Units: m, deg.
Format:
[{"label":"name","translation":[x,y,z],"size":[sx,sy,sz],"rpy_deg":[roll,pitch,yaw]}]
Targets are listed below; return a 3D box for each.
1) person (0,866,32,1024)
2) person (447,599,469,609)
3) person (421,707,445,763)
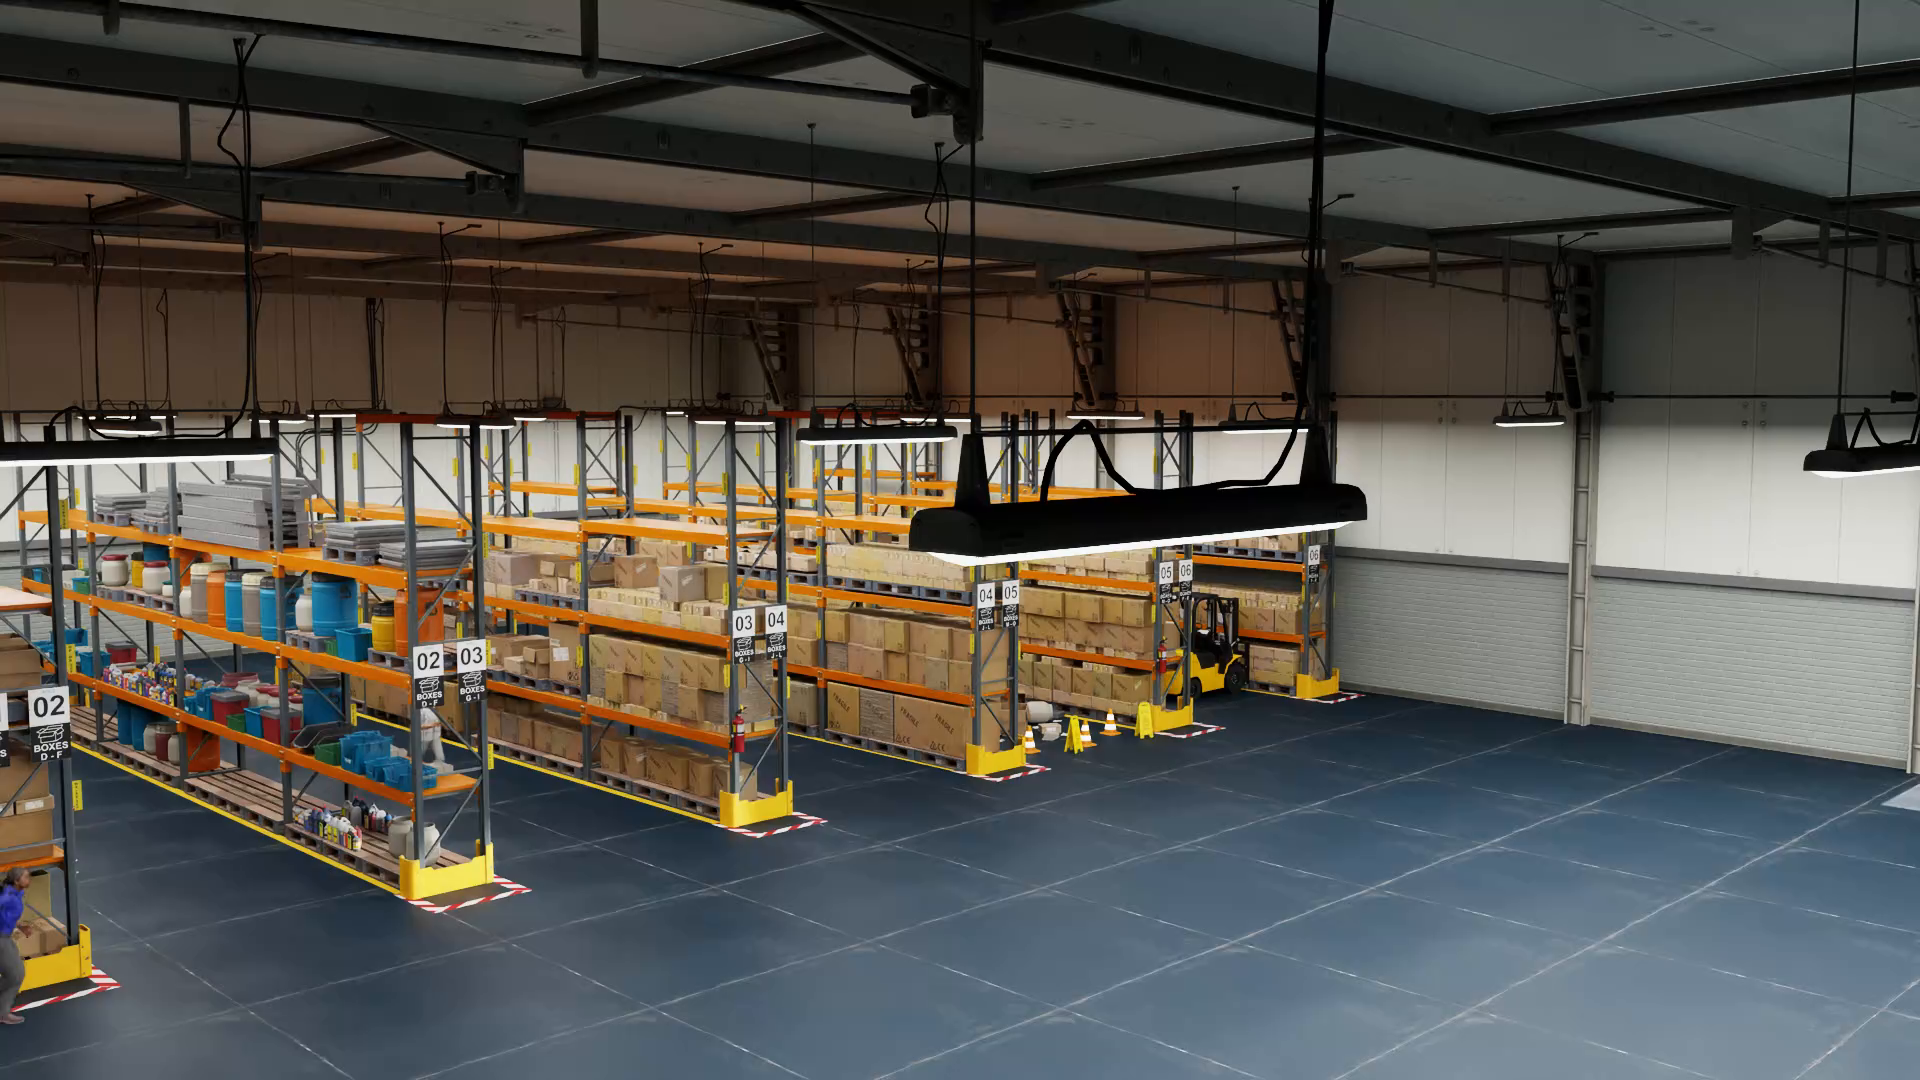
[{"label":"person","translation":[-9.723,4.095,16.776],"size":[0.686,1.593,0.565],"rpy_deg":[-2,5,-24]},{"label":"person","translation":[-12.012,2.036,39.822],"size":[0.680,1.712,0.792],"rpy_deg":[-1,5,-11]},{"label":"person","translation":[-8.512,3.205,26.465],"size":[0.842,1.723,0.549],"rpy_deg":[4,6,40]}]
